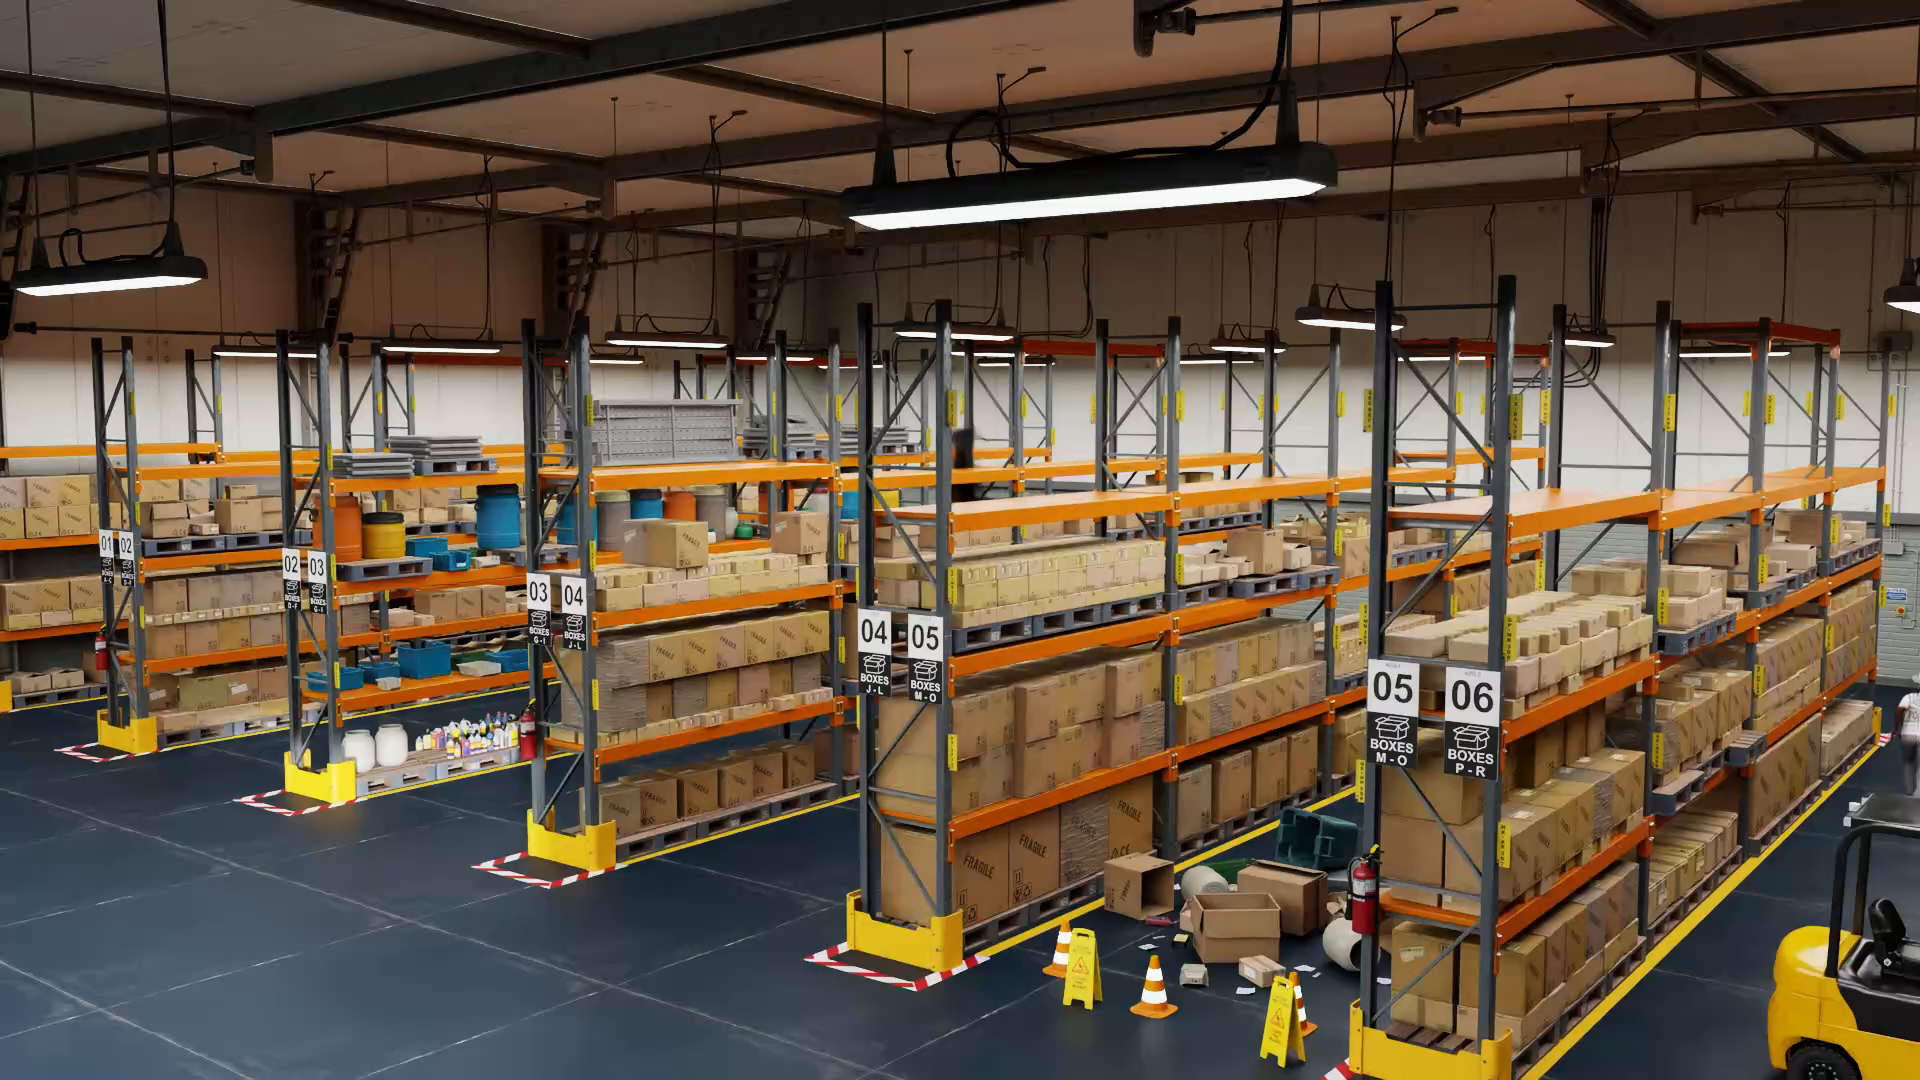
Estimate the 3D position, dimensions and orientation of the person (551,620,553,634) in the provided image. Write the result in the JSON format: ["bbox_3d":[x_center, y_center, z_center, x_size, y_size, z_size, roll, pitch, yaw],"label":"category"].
[{"bbox_3d":[-8.263,1.424,33.413,0.526,1.705,0.861,4,6,37],"label":"person"}]

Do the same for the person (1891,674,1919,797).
[{"bbox_3d":[12.008,2.531,20.861,0.573,1.660,0.938,3,6,34],"label":"person"}]
